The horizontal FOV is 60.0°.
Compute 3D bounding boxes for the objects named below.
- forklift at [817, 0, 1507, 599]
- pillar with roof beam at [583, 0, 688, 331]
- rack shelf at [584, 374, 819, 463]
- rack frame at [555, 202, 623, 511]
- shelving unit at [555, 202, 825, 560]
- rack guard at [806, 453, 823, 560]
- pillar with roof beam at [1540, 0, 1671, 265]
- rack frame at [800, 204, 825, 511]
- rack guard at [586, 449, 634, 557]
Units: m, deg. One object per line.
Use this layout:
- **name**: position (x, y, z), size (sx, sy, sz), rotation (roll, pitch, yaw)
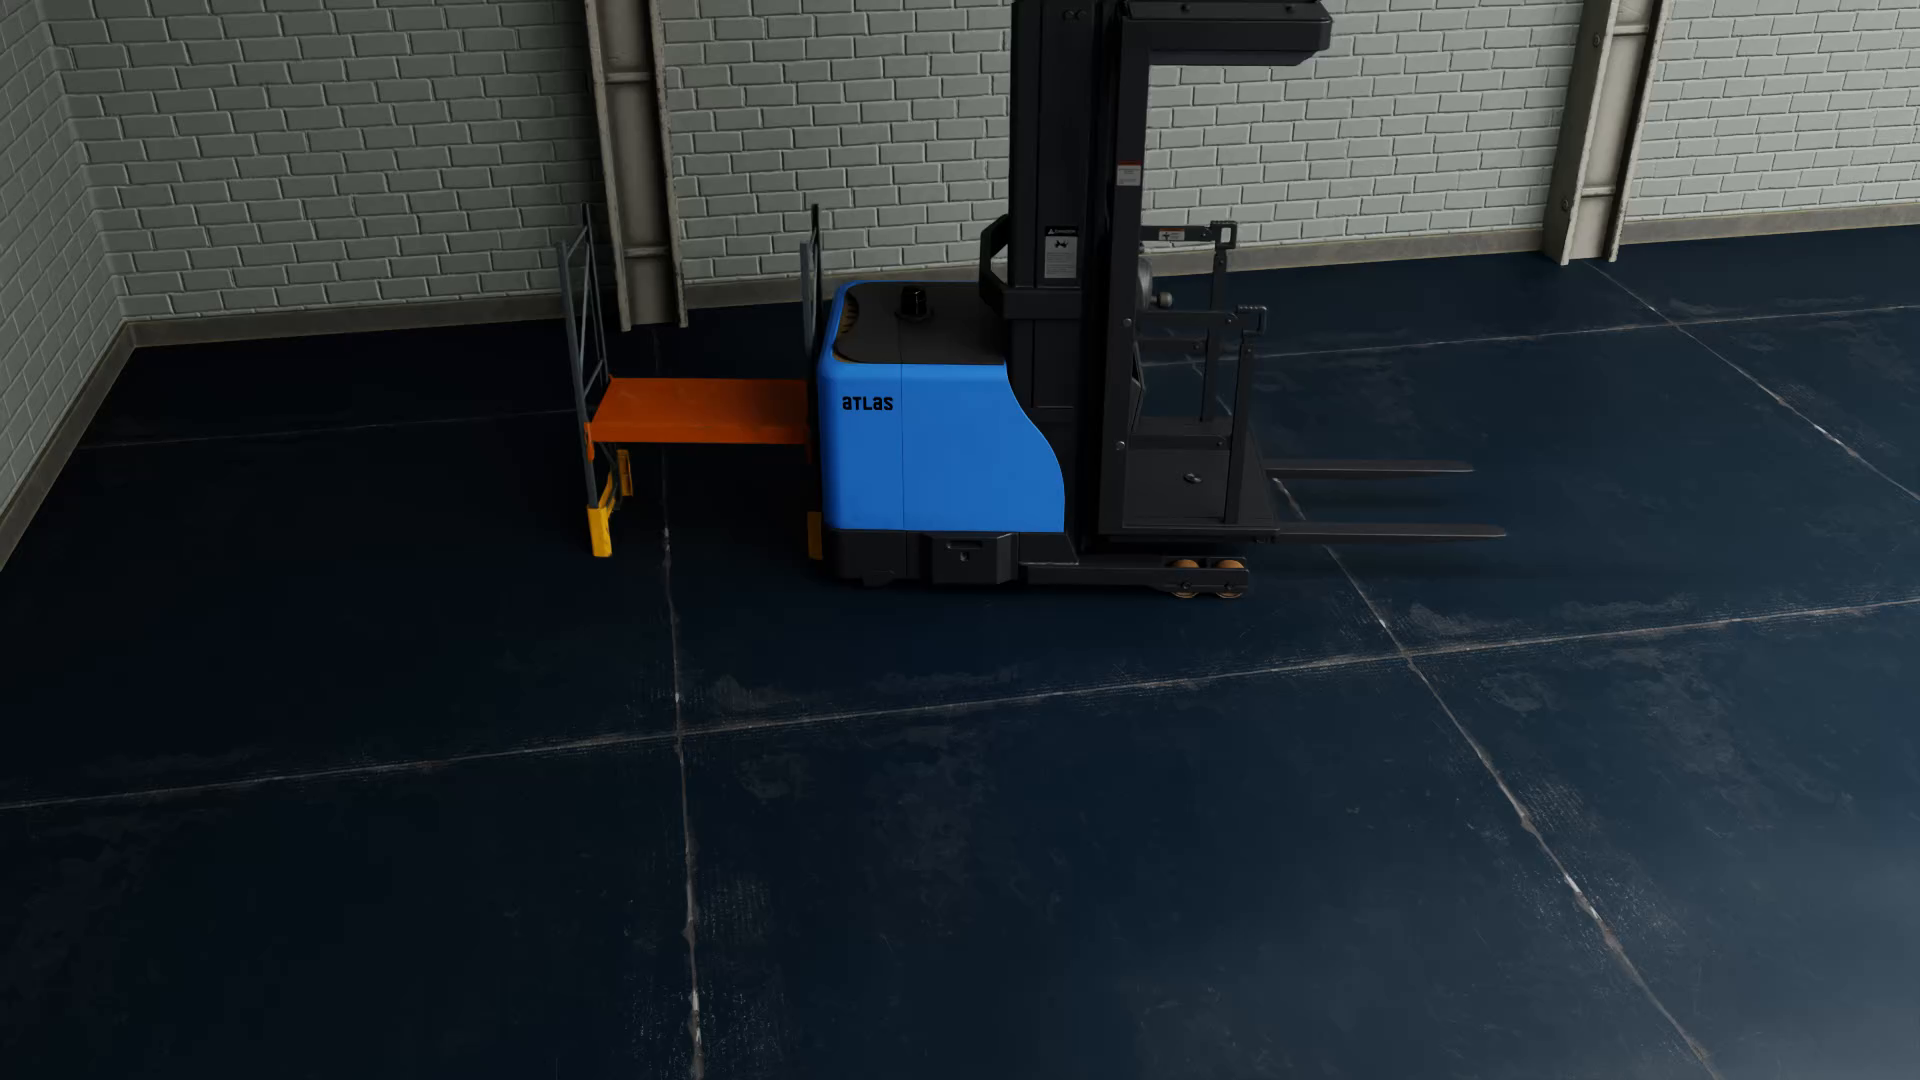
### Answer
- **forklift**: position (0.914, -1.281, 7.037), size (3.031, 2.935, 1.130), rotation (1, 30, 1)
- **pillar with roof beam**: position (-1.067, -3.063, 4.080), size (0.400, 9.000, 9.100), rotation (-5, 31, -9)
- **rack shelf**: position (-1.150, -0.556, 7.571), size (1.000, 0.185, 0.538), rotation (1, 30, 1)
- **rack frame**: position (-1.658, -0.718, 7.491), size (0.032, 1.500, 0.500), rotation (1, 30, 1)
- **shelving unit**: position (-1.141, -0.711, 7.480), size (1.083, 1.500, 0.587), rotation (1, 30, 1)
- **rack guard**: position (-0.643, -0.166, 7.786), size (0.087, 0.250, 0.587), rotation (1, 30, 1)
- **pillar with roof beam**: position (4.835, -3.610, 5.012), size (0.400, 9.000, 9.100), rotation (-5, 31, -9)
- **rack frame**: position (-0.642, -0.705, 7.469), size (0.032, 1.500, 0.500), rotation (1, 30, 1)
- **rack guard**: position (-1.639, -0.179, 7.807), size (0.087, 0.250, 0.587), rotation (1, 30, 1)
